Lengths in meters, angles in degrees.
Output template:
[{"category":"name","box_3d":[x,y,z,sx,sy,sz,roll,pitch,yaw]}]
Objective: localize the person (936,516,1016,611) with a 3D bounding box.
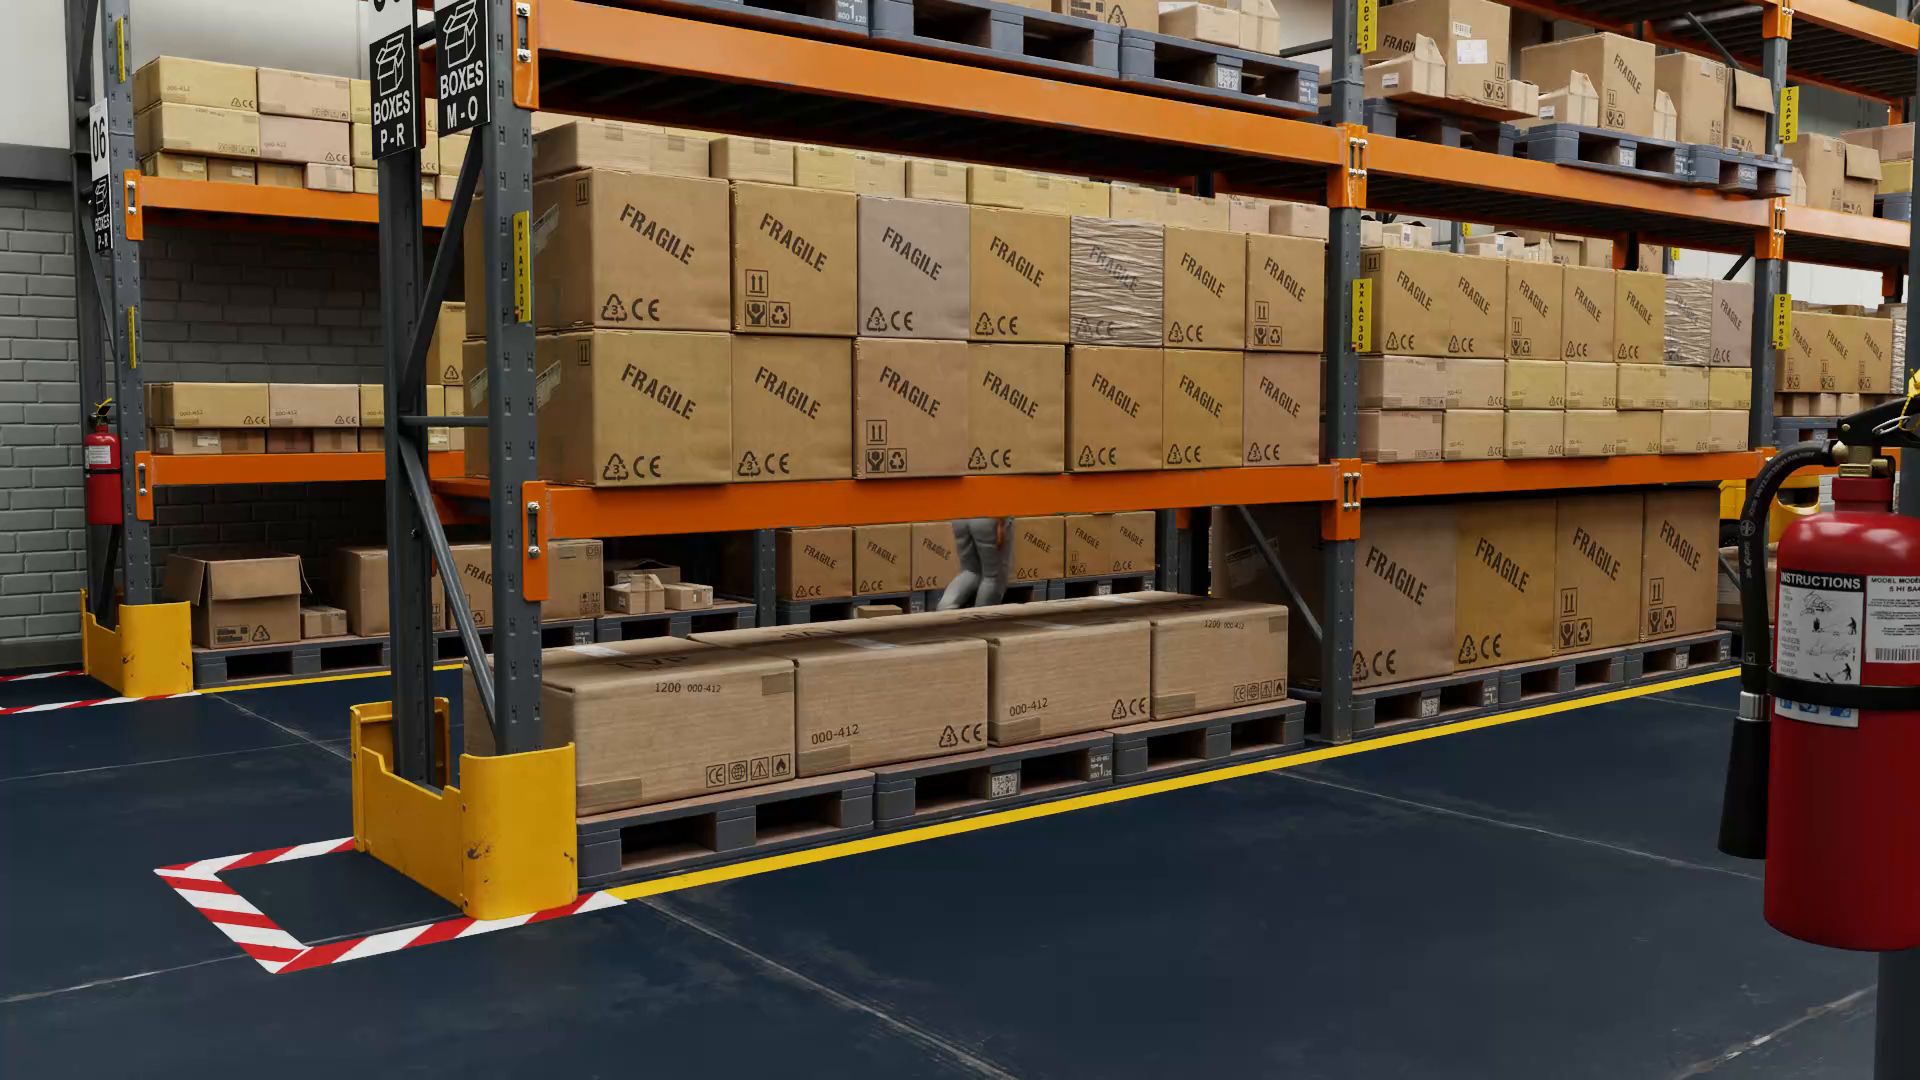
[{"category":"person","box_3d":[0.107,-0.111,10.695,0.589,1.653,0.559,-3,6,-37]}]
